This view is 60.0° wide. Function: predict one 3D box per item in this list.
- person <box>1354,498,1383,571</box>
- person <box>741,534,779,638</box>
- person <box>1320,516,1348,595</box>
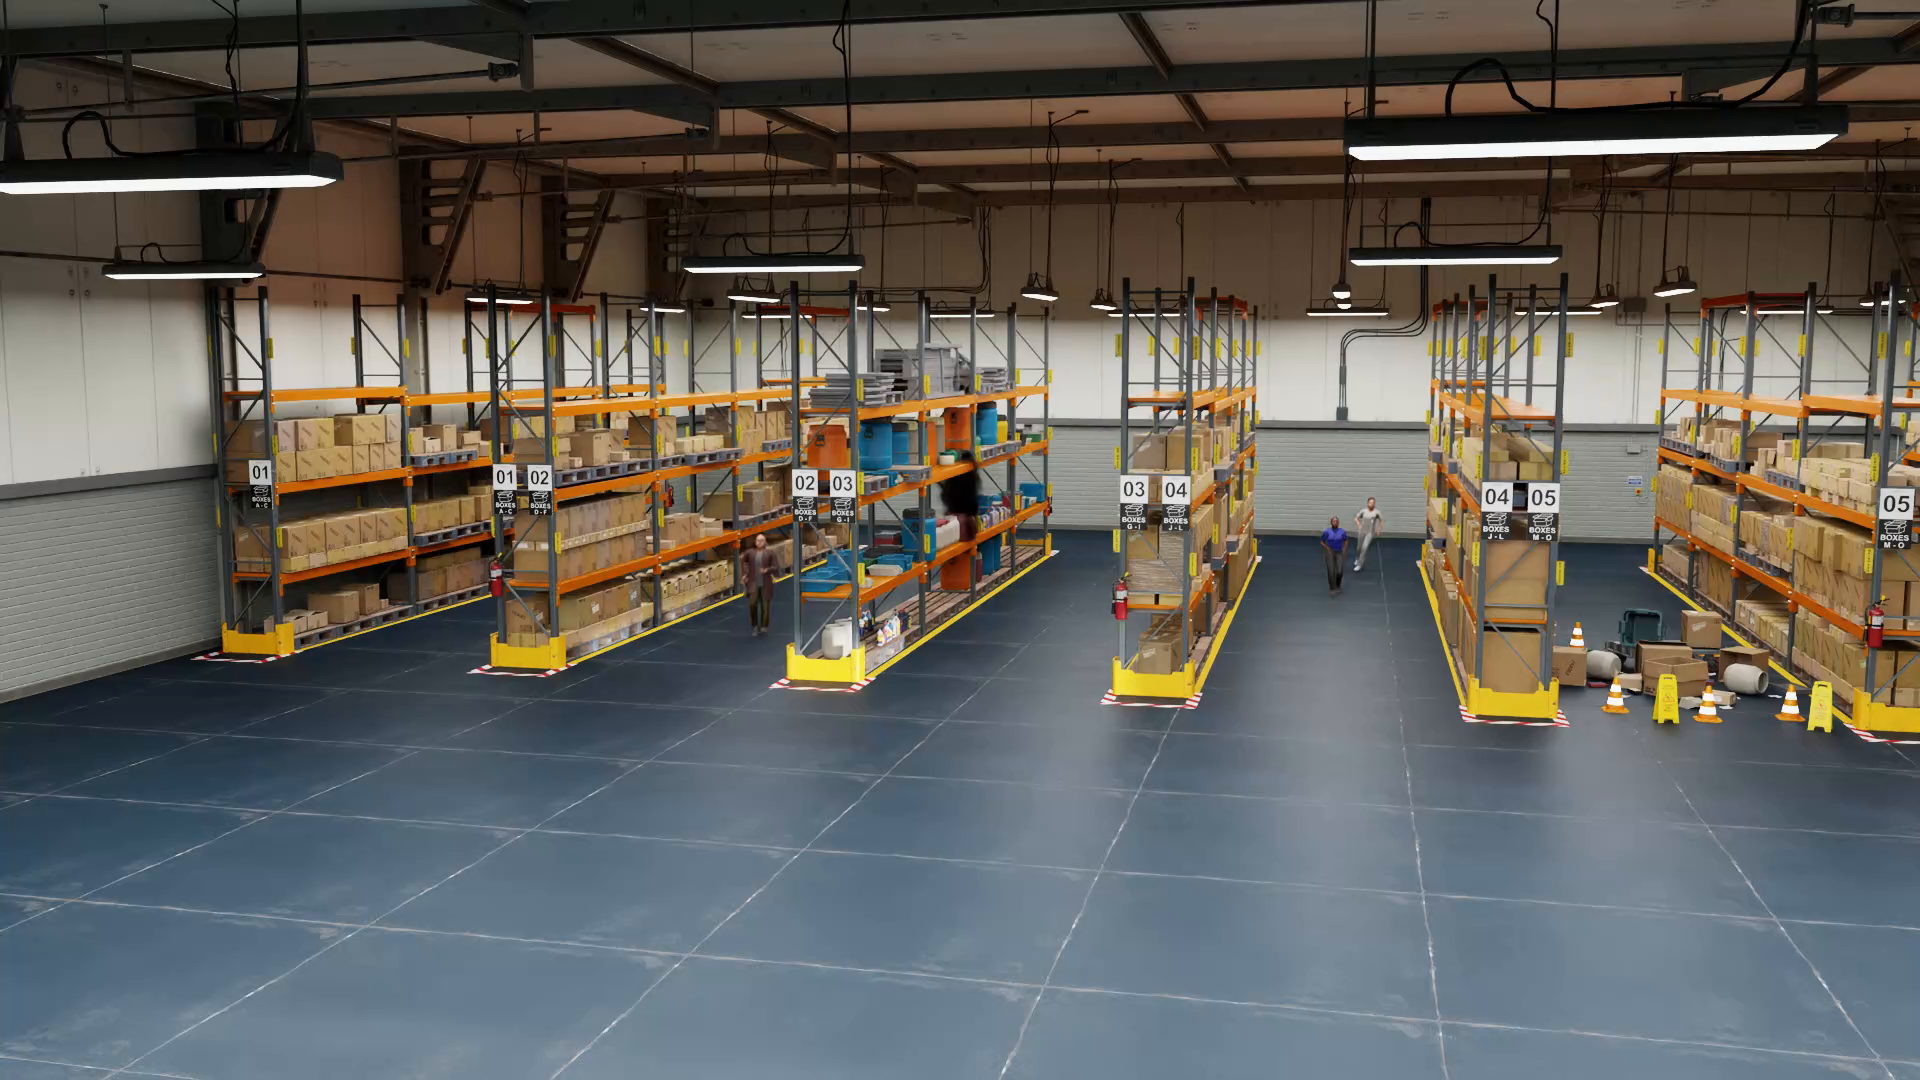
[{"bbox_3d":[9.248,-0.150,37.696,0.632,1.628,0.931,3,7,21],"label":"person"},{"bbox_3d":[-3.488,0.804,28.968,0.677,1.804,0.777,0,7,-3],"label":"person"},{"bbox_3d":[7.579,0.330,33.666,0.571,1.619,0.576,1,7,9],"label":"person"}]
